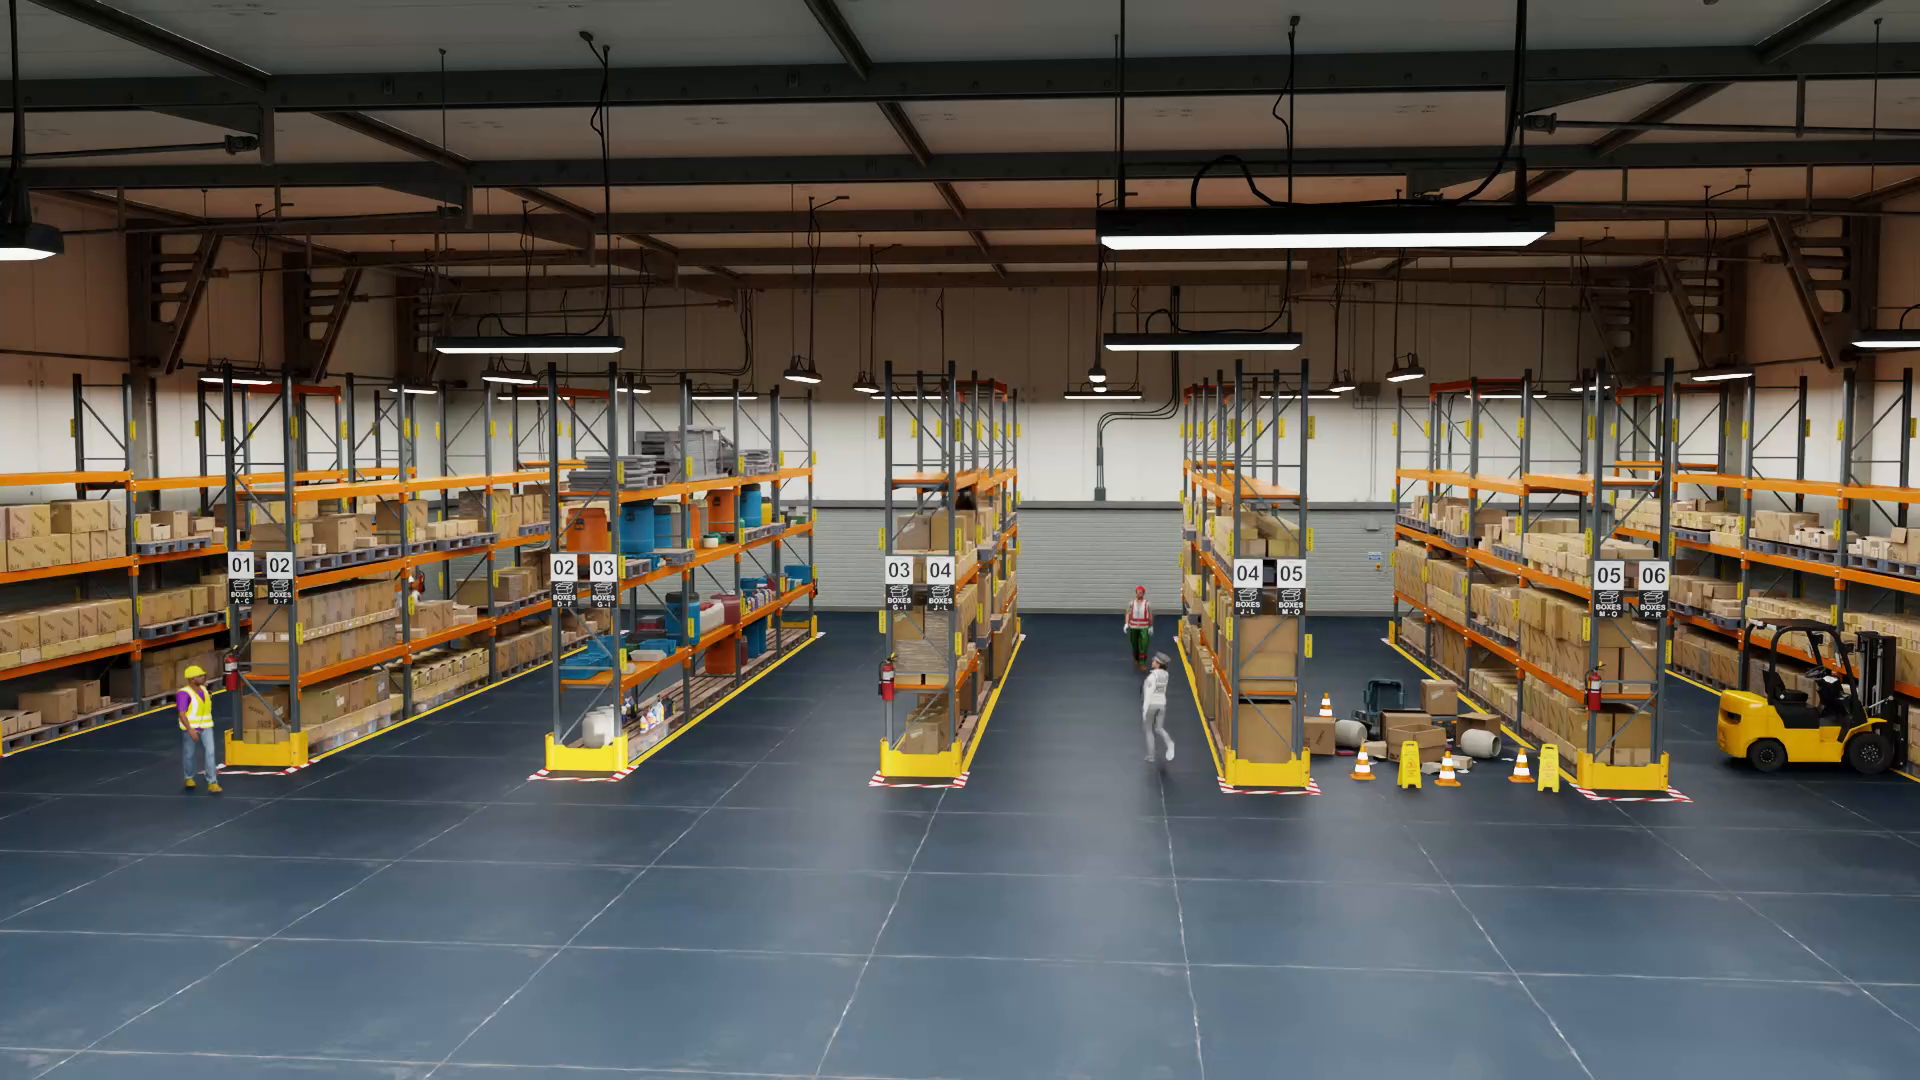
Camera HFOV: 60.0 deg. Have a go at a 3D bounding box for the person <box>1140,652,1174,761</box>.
[{"bbox_3d":[2.961,2.515,24.974,0.486,1.672,0.642,-2,4,-30],"label":"person"}]

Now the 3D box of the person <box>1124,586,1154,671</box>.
[{"bbox_3d":[3.732,1.836,34.703,0.616,1.743,0.996,0,4,6],"label":"person"}]

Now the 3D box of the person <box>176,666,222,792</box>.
[{"bbox_3d":[-10.577,2.606,23.024,0.490,1.706,1.004,-3,5,-36],"label":"person"}]

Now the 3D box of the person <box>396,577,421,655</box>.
[{"bbox_3d":[-12.321,1.680,37.218,0.493,1.729,0.841,0,4,2],"label":"person"}]
